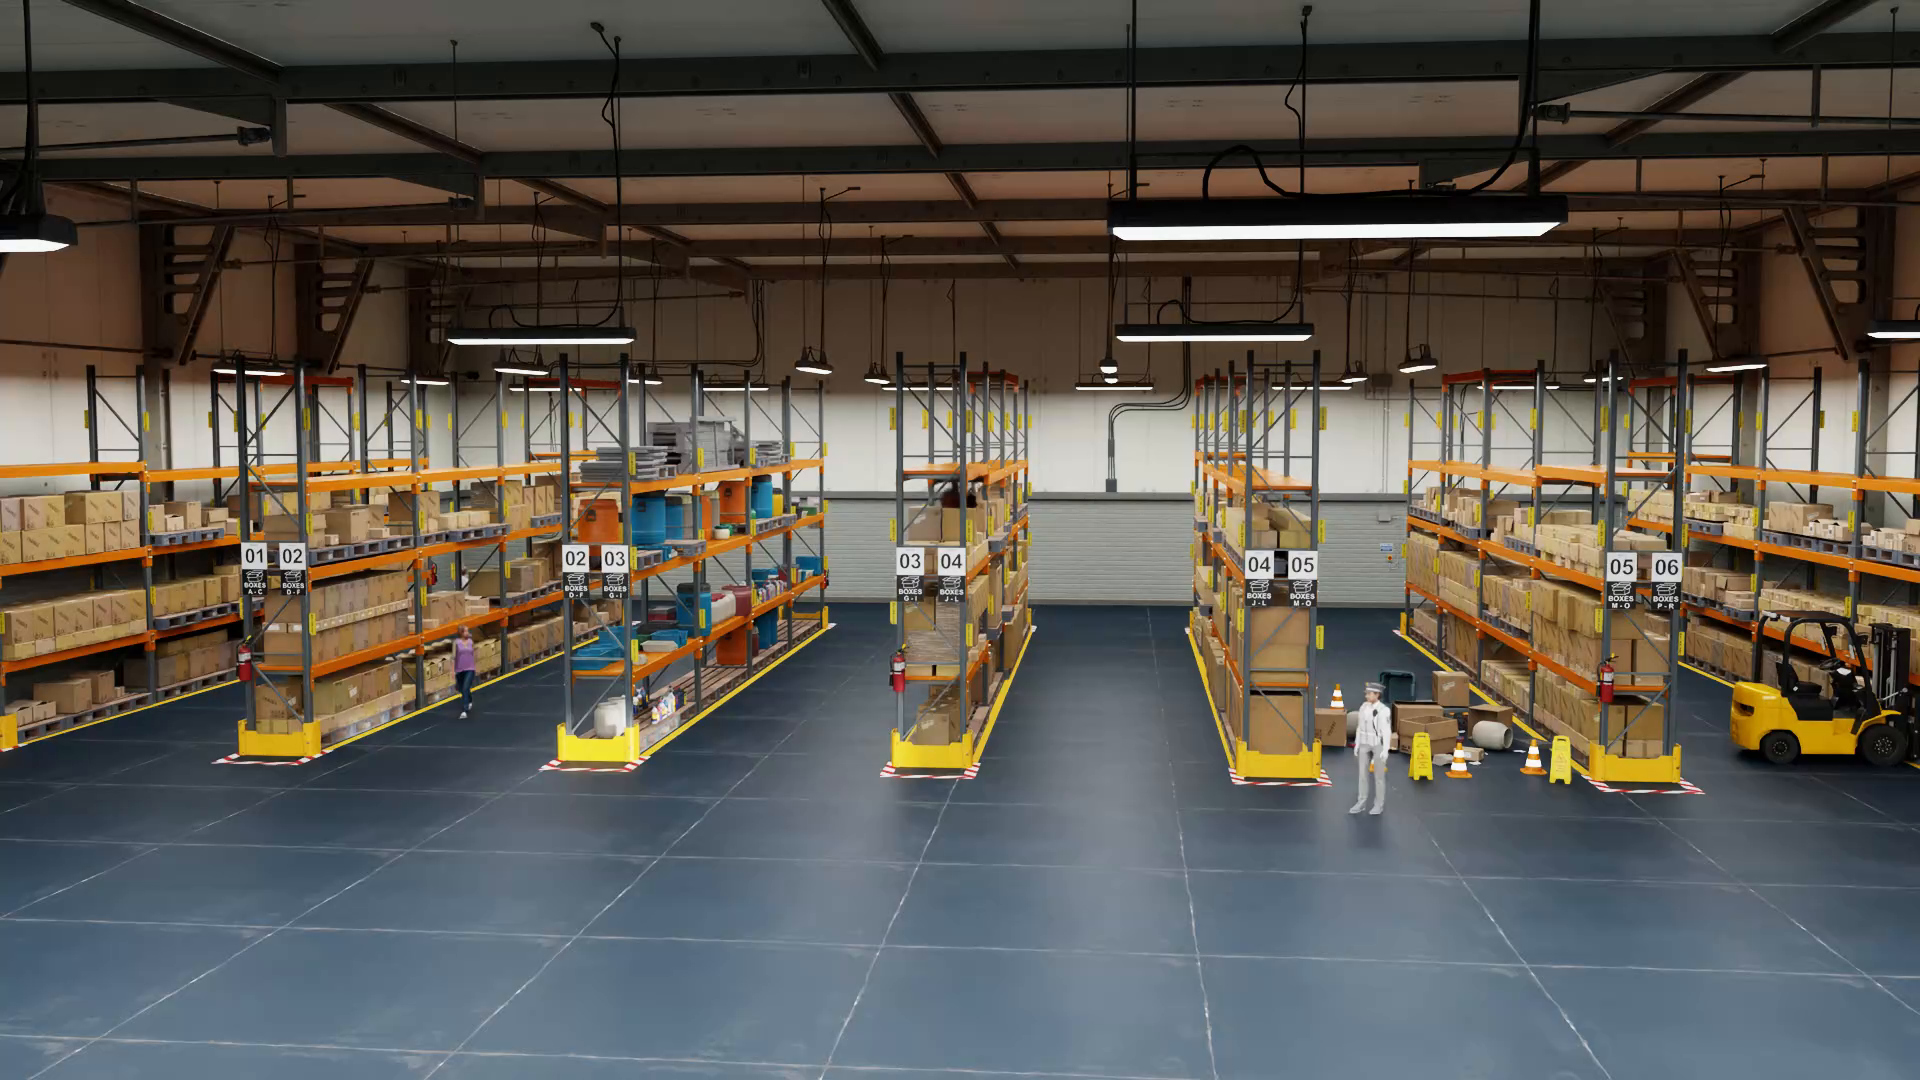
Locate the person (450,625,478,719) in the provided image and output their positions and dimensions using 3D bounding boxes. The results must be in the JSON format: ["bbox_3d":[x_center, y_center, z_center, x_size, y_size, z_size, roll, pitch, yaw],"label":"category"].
[{"bbox_3d":[-8.407,2.209,28.229,0.390,1.557,0.846,0,4,2],"label":"person"}]

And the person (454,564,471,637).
[{"bbox_3d":[-11.566,1.401,38.929,0.548,1.696,0.486,1,4,20],"label":"person"}]

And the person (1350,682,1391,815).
[{"bbox_3d":[5.237,2.650,21.201,0.421,1.696,0.499,-4,5,-41],"label":"person"}]
